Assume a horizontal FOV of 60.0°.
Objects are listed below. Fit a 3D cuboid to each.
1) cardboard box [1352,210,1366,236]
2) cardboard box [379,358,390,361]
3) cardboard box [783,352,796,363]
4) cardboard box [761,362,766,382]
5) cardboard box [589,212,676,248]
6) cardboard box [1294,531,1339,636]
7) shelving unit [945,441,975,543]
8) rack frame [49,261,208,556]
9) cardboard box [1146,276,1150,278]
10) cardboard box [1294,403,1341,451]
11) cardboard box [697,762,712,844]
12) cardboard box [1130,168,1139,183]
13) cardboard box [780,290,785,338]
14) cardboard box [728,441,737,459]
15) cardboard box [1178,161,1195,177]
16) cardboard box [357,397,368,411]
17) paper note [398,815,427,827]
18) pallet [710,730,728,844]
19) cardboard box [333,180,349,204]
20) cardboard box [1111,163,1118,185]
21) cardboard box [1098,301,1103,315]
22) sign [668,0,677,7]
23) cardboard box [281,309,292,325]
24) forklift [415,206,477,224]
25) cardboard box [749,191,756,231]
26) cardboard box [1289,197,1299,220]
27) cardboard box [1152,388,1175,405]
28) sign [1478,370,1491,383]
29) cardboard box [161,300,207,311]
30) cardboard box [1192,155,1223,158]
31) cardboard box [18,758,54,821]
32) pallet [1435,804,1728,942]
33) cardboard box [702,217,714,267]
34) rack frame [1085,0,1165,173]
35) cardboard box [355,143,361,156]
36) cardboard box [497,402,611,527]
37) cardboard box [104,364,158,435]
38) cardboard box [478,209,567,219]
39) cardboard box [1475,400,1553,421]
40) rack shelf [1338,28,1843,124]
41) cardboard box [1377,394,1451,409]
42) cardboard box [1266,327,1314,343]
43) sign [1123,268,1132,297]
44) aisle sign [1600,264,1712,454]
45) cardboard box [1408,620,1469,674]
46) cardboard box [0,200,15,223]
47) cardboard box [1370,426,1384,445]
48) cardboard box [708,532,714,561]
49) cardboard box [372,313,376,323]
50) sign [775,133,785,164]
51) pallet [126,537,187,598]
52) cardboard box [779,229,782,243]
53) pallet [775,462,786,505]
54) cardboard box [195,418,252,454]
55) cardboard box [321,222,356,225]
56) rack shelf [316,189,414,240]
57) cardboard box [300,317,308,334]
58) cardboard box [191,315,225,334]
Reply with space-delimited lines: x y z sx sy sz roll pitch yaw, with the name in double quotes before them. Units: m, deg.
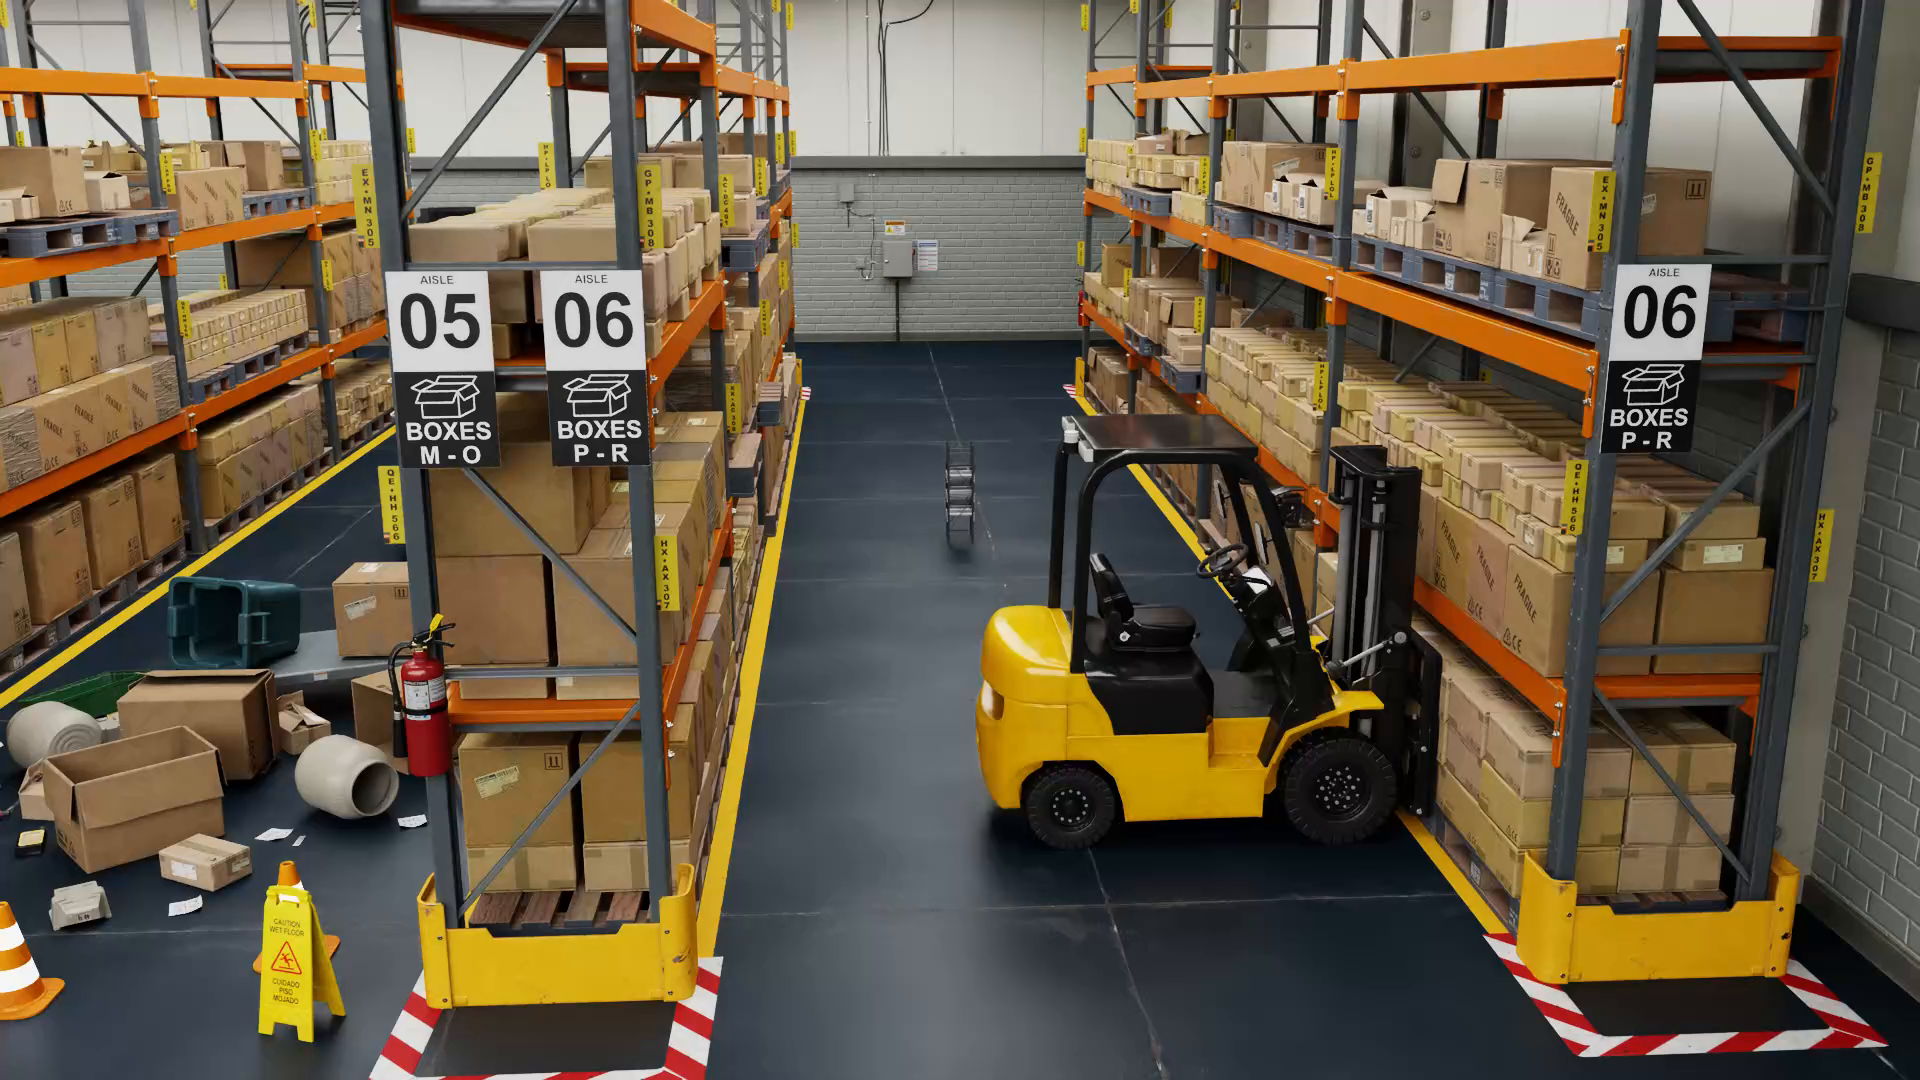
"cardboard box" 2.660 -1.972 10.337 0.380 0.149 0.250 -1 14 -2
"cardboard box" -7.411 -2.294 21.832 0.380 0.149 0.250 -1 14 -3
"cardboard box" -2.621 -2.213 22.129 0.875 0.438 0.875 -1 14 -5
"cardboard box" -2.046 -1.476 15.268 0.500 0.250 0.500 -1 14 -4
"cardboard box" -1.516 -1.431 7.678 0.380 0.149 0.250 -1 14 -4
"cardboard box" 2.892 0.311 11.944 0.875 0.625 0.625 0 14 -1
"shelving unit" -0.001 -0.438 15.146 0.258 0.900 0.210 -1 14 -3
"rack frame" -7.201 -1.322 14.367 1.000 3.000 0.127 -1 14 -3
"cardboard box" 2.516 -3.323 21.850 0.500 0.250 0.500 -1 14 -3
"cardboard box" 2.650 -0.794 11.612 0.500 0.250 0.500 -1 14 -5
"cardboard box" -1.569 1.363 8.609 0.500 0.250 0.500 0 14 -1
"cardboard box" 2.043 -3.933 17.957 0.380 0.149 0.250 -1 14 -3
"cardboard box" -2.282 -2.587 19.084 0.500 0.500 0.500 0 14 -2
"cardboard box" -1.737 -0.652 11.427 0.380 0.149 0.250 -1 14 -3
"cardboard box" 2.309 -3.559 15.946 0.380 0.149 0.250 -1 14 -5
"cardboard box" -7.315 -1.636 19.869 0.380 0.149 0.250 0 14 -1
"paper note" -3.022 1.547 9.177 0.142 0.019 0.148 -6 16 -23
"pallet" -1.863 1.393 9.413 1.003 0.211 1.213 -1 14 -3
"cardboard box" -7.254 -3.940 18.825 0.500 0.250 0.500 -1 14 -4
"cardboard box" 2.097 -4.392 19.986 0.500 0.250 0.500 -1 14 -2
"cardboard box" 1.969 -2.961 21.244 0.380 0.149 0.250 -1 14 -5
"sign" -3.070 -5.850 17.734 0.100 0.325 0.005 -1 14 -3
"cardboard box" -7.197 -2.319 17.308 0.380 0.149 0.250 0 14 -1
"forklift" -4.636 -1.592 15.557 1.130 2.935 3.031 -1 14 -3
"cardboard box" -1.687 -2.289 11.566 0.500 0.250 0.500 -1 14 -4
"cardboard box" 2.564 -2.357 11.834 0.380 0.149 0.250 -1 14 -4
"cardboard box" 2.318 -1.578 18.234 0.380 0.149 0.250 -2 15 -6
"sign" 3.489 -0.972 11.113 0.100 0.325 0.005 -1 14 -3
"cardboard box" -7.817 -2.322 16.724 0.380 0.149 0.250 -1 14 -4
"cardboard box" 2.644 -3.959 17.461 0.380 0.149 0.250 0 14 -2
"cardboard box" -5.008 1.396 9.290 0.396 0.266 0.258 2 15 6
"pallet" 3.094 1.650 8.414 1.003 0.211 1.213 -1 14 -3
"cardboard box" -1.690 -1.721 9.604 0.500 0.250 0.500 -1 14 -4
"rack frame" 2.192 -6.396 22.048 1.000 3.000 0.127 -1 14 -3
"cardboard box" -7.288 -4.600 19.587 0.380 0.149 0.250 -1 14 -5
"cardboard box" -2.044 -0.360 7.825 0.700 0.500 0.500 -1 14 -3
"cardboard box" -6.875 -1.138 13.453 0.500 0.500 0.500 -1 14 -3
"cardboard box" -2.070 -1.483 7.878 0.380 0.149 0.250 -1 14 -3
"cardboard box" 3.339 -0.748 10.037 0.380 0.149 0.250 -1 14 -5
"rack shelf" 3.059 -2.372 8.655 1.077 0.370 4.000 -1 14 -3
"cardboard box" 2.790 -0.802 10.247 0.380 0.149 0.250 -1 14 -4
"cardboard box" 2.910 -1.785 14.667 0.380 0.149 0.250 0 14 -2
"sign" 1.899 -2.904 18.781 0.100 0.325 0.005 -1 14 -3
"aisle sign" 2.894 -0.749 6.925 0.394 0.787 0.004 -1 14 -3
"cardboard box" 2.741 0.645 9.393 0.500 0.250 0.500 -1 14 -5
"cardboard box" -6.780 -2.262 11.463 0.380 0.149 0.250 -1 14 -3
"cardboard box" 2.695 -0.594 10.036 0.380 0.149 0.250 -1 14 -2
"cardboard box" -1.628 0.021 9.652 0.380 0.149 0.250 -1 14 -4
"cardboard box" -7.369 -2.725 20.327 0.380 0.149 0.250 -1 14 -2
"sign" -1.973 -4.284 18.192 0.100 0.325 0.005 -1 14 -3
"pallet" -7.227 0.226 13.947 1.003 0.211 1.213 -1 14 -3
"cardboard box" -2.306 -3.603 19.724 0.380 0.149 0.250 -1 14 -5
"pallet" -2.312 -0.573 17.052 1.003 0.211 1.213 -1 14 -3
"cardboard box" -7.033 -0.979 15.703 0.500 0.250 0.500 -1 14 -4
"cardboard box" -7.896 -3.747 20.988 0.500 0.500 0.500 0 14 -2
"rack shelf" -7.572 -3.918 19.882 1.077 0.370 4.000 -1 14 -3
"cardboard box" -7.226 -2.302 17.840 0.380 0.149 0.250 -1 14 -5
"cardboard box" -7.082 -2.003 15.483 0.380 0.149 0.250 -1 15 -6
